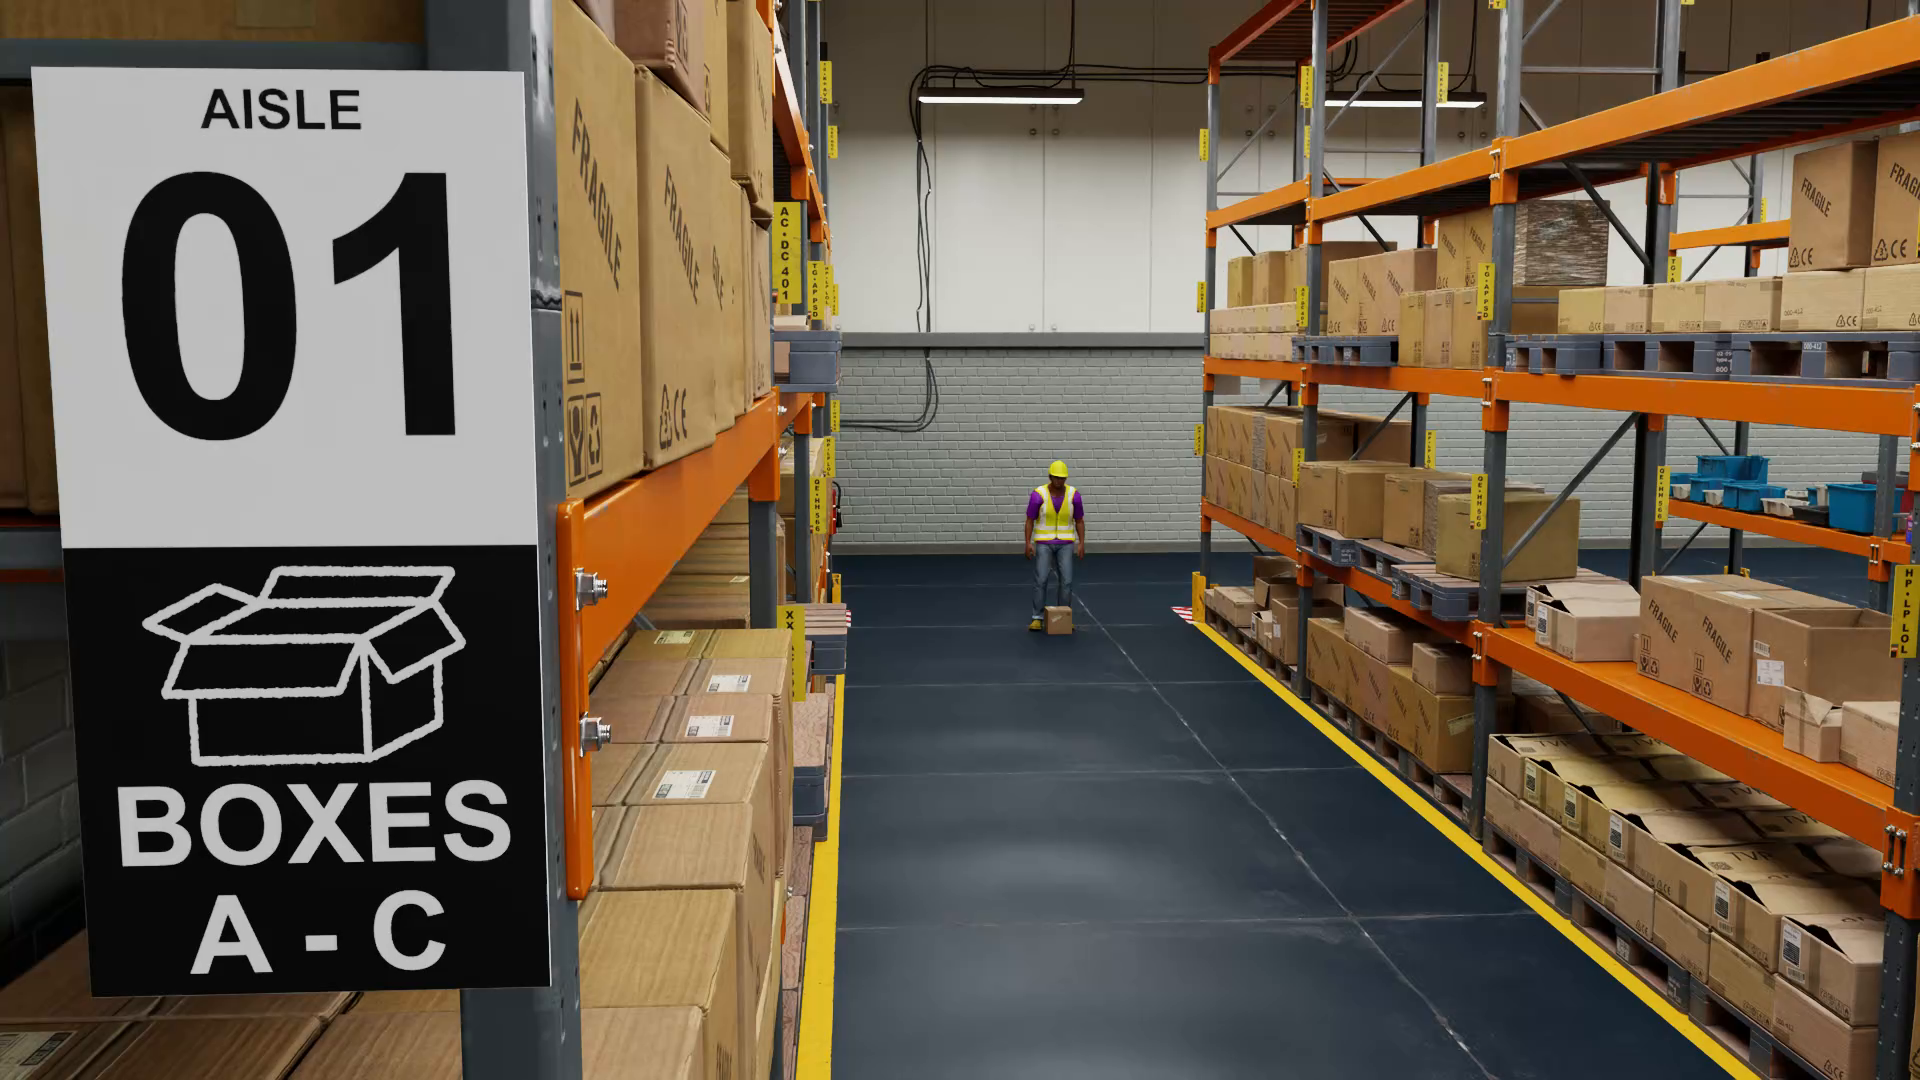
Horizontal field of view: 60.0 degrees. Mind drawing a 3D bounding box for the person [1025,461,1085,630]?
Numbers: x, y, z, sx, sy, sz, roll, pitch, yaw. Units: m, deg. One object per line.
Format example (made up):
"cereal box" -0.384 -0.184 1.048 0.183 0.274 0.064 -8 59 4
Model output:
"person" 0.985 0.051 17.235 0.631 1.760 0.463 -1 7 -4
